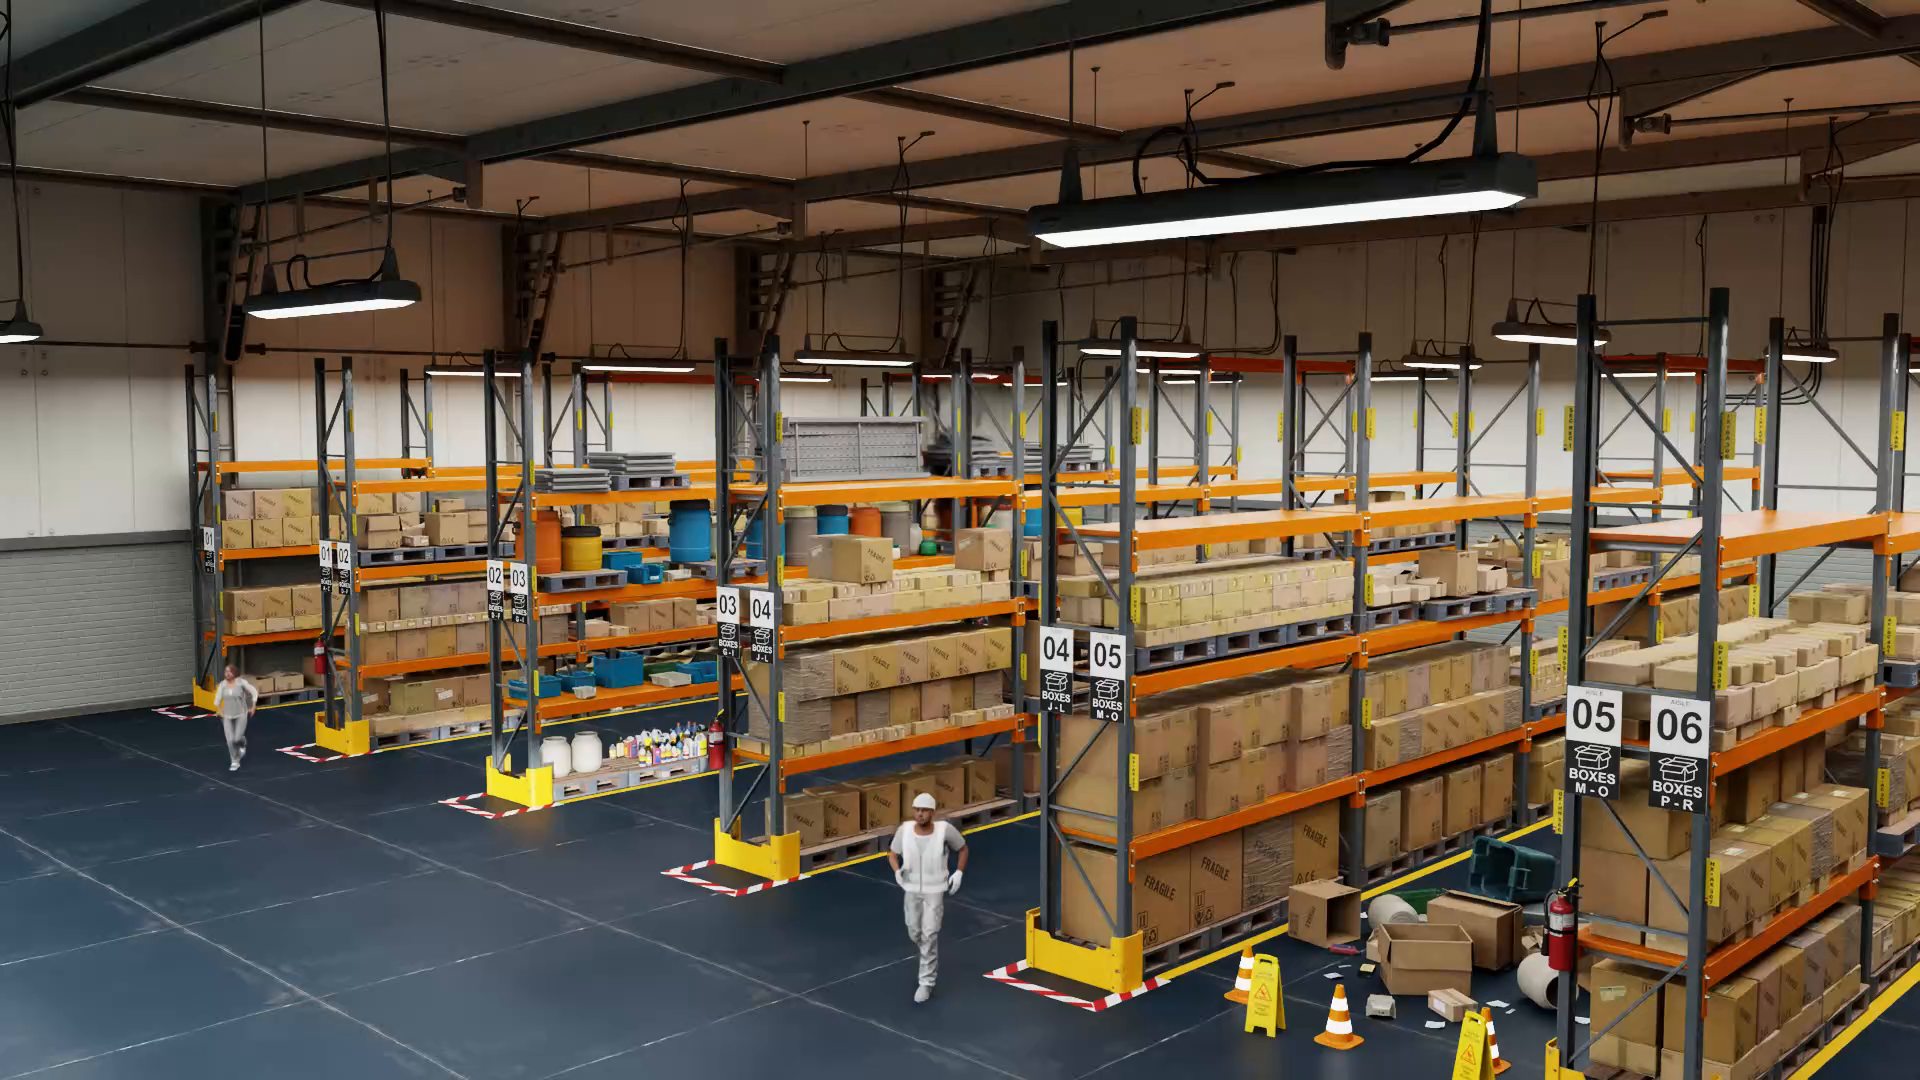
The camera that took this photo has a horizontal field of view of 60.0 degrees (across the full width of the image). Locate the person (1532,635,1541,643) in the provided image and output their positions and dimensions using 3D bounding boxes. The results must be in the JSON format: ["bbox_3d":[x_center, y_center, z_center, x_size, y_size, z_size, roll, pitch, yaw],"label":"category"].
[{"bbox_3d":[8.944,2.334,25.986,0.570,1.689,0.673,-4,6,-42],"label":"person"}]

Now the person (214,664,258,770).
[{"bbox_3d":[-10.441,2.560,23.958,0.567,1.551,0.600,-1,4,-9],"label":"person"}]

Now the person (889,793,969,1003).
[{"bbox_3d":[-0.286,3.138,14.921,0.720,1.791,0.859,1,4,8],"label":"person"}]
